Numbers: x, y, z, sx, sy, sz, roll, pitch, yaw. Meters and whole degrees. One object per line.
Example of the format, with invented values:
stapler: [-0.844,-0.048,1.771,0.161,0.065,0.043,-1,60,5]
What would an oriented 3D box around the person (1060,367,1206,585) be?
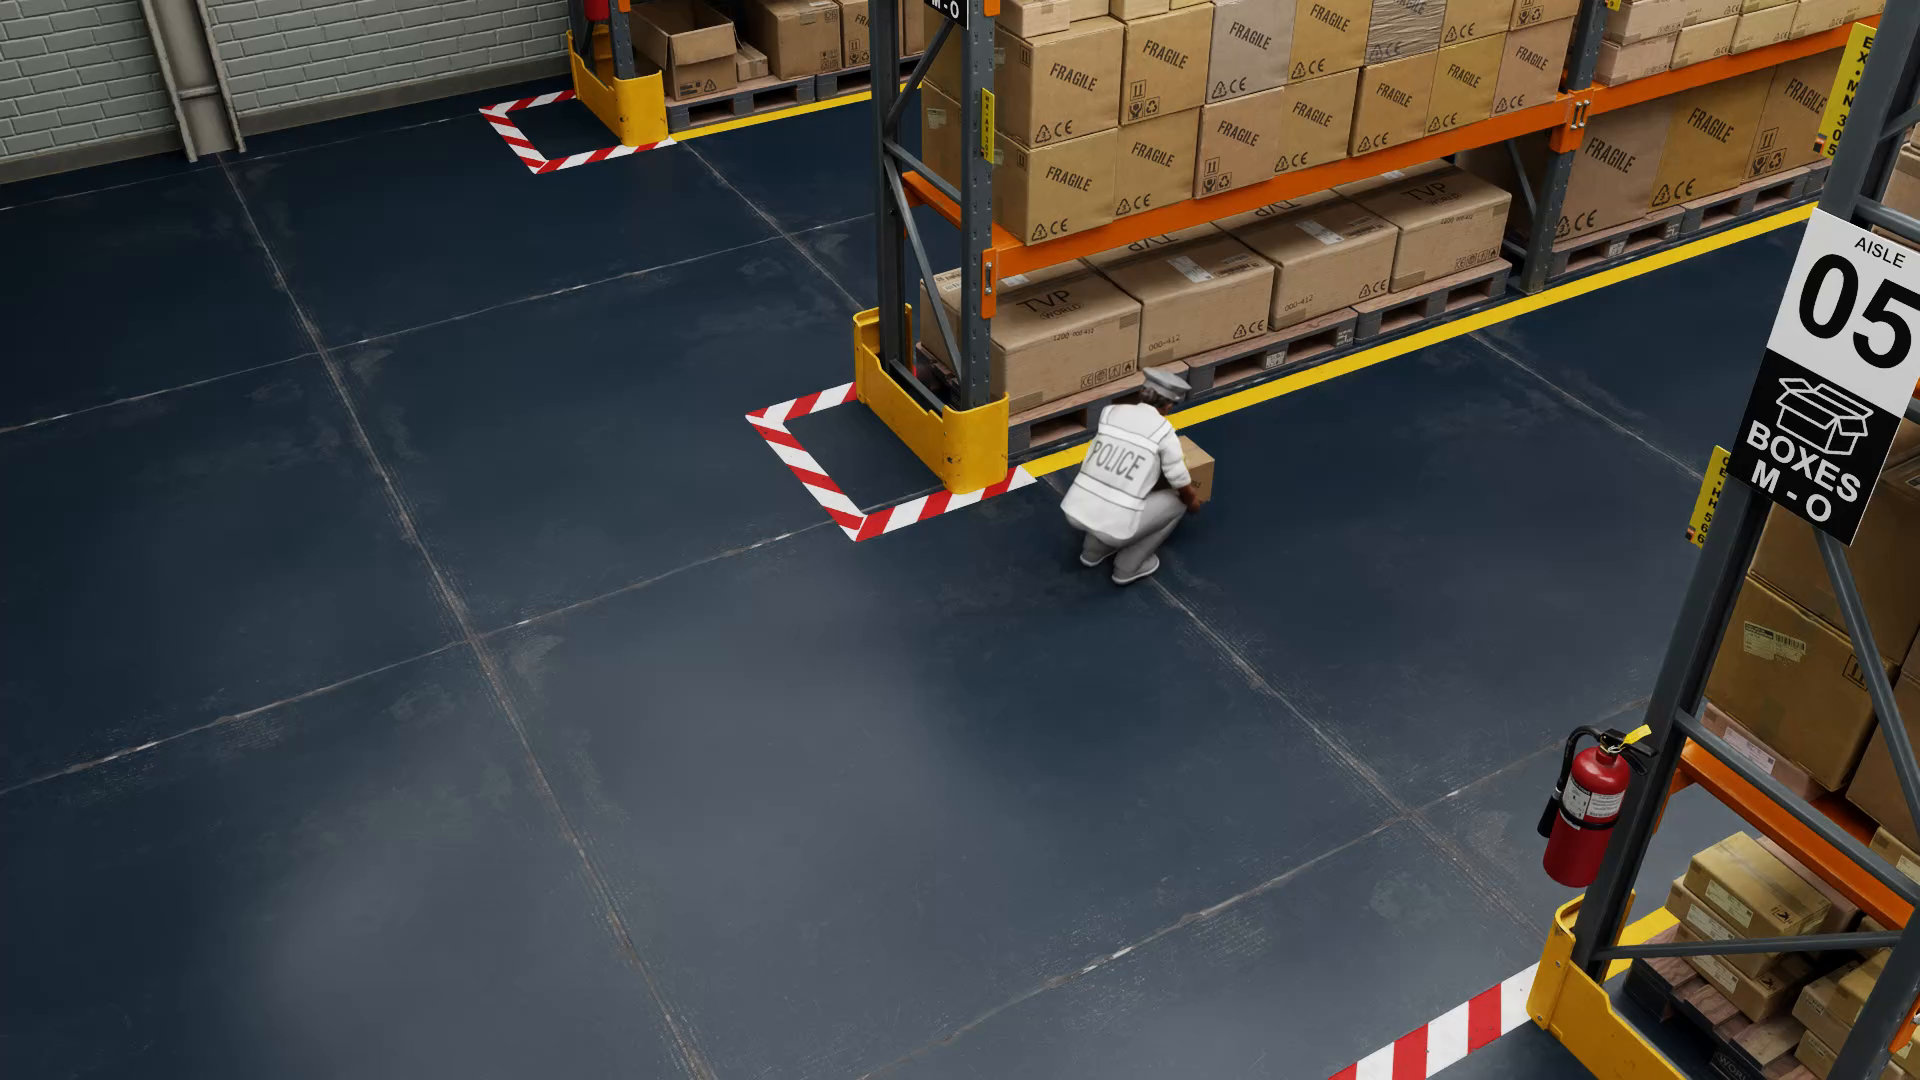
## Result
person: [0.856,-0.297,7.922,0.501,0.955,0.857,30,46,34]
